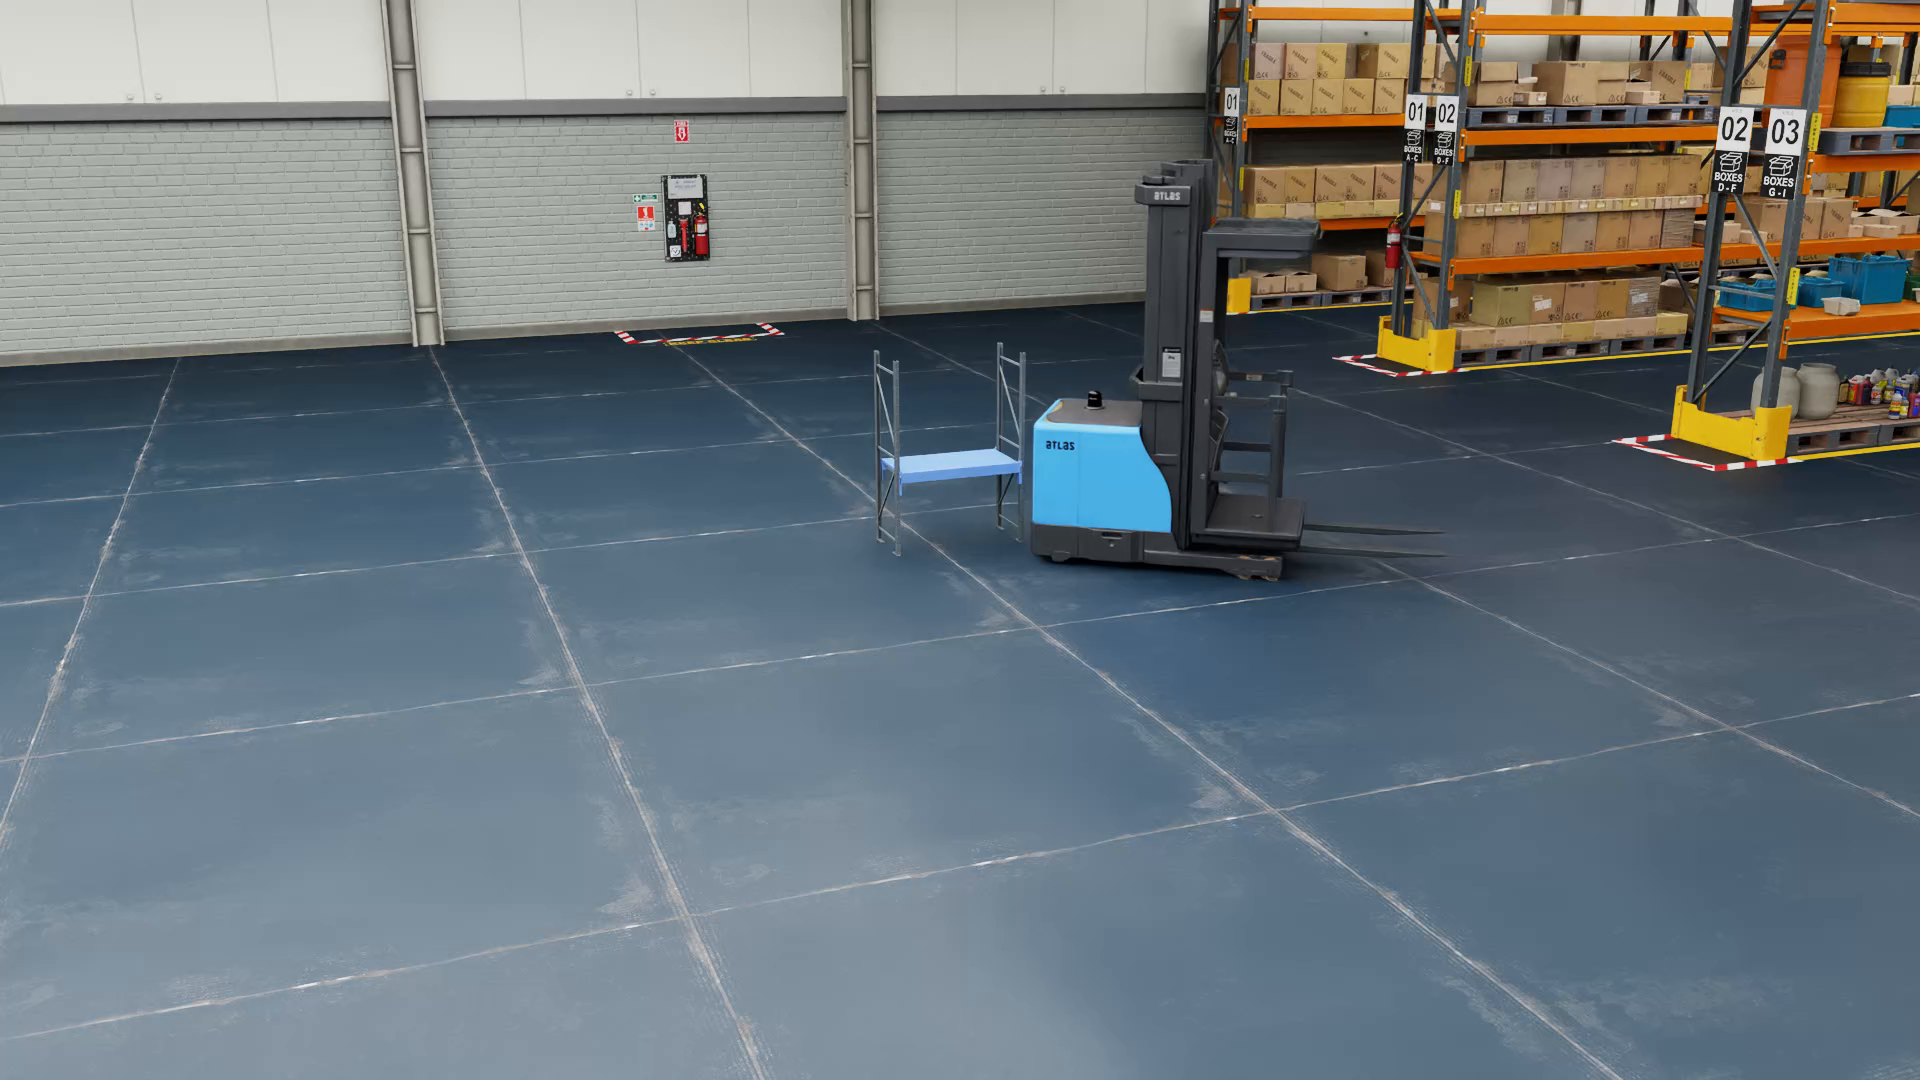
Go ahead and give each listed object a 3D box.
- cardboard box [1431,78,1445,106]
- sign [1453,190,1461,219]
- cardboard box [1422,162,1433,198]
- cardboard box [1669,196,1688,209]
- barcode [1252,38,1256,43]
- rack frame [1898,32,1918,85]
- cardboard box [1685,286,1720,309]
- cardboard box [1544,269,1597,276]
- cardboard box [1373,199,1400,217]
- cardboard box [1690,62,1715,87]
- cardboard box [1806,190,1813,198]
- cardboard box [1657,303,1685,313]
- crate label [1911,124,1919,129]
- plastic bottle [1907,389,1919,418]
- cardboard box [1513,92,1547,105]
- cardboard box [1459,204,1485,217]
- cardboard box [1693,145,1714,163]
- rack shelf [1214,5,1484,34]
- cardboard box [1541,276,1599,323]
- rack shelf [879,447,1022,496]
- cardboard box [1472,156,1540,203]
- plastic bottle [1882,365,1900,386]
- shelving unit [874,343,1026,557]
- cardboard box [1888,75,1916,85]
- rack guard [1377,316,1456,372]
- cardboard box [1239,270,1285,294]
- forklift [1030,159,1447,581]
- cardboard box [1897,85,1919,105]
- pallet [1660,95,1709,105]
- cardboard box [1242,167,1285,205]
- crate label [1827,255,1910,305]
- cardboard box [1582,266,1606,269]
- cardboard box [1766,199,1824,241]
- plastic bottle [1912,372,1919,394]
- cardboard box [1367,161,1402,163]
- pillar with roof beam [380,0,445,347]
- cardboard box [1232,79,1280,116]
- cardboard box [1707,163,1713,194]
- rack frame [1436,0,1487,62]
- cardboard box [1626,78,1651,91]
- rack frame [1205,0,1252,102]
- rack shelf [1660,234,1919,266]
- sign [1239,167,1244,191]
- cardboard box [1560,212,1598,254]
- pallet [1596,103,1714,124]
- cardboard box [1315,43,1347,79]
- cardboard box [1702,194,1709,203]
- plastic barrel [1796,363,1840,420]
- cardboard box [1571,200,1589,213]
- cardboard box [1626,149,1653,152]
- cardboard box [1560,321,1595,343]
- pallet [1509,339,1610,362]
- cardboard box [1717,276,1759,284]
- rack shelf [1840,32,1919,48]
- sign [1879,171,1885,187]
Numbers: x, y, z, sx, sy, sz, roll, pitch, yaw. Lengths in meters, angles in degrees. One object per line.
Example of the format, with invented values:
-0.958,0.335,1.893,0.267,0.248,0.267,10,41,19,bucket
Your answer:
7.212,-6.719,25.118,0.500,0.500,0.500,-6,17,-19,cardboard box
5.831,-3.939,19.511,0.005,0.325,0.100,-6,17,-20,sign
7.266,-5.507,25.427,0.500,0.500,0.500,-6,17,-20,cardboard box
8.964,-4.287,21.043,0.250,0.149,0.380,-7,18,-21,cardboard box
4.346,-7.393,24.610,0.075,0.075,0.001,-6,17,-20,barcode
13.108,-7.317,22.045,0.127,3.000,1.000,-6,17,-20,rack frame
9.848,-3.163,21.685,0.500,0.311,0.500,-6,17,-20,cardboard box
7.894,-3.212,21.517,0.500,0.500,0.500,-6,17,-20,cardboard box
6.331,-5.046,25.188,0.500,0.250,0.500,-6,17,-20,cardboard box
12.240,-7.571,27.275,0.500,0.500,0.700,-7,18,-23,cardboard box
14.142,-5.837,28.063,0.250,0.149,0.380,-6,17,-20,cardboard box
9.657,-3.036,22.247,0.500,0.250,0.500,-6,18,-21,cardboard box
9.273,-3.798,15.649,0.408,0.251,0.502,-6,17,-20,crate label
9.429,-1.355,16.430,0.133,0.283,0.061,-6,17,-19,plastic bottle
6.800,-5.292,19.923,0.250,0.149,0.380,-6,17,-20,cardboard box
6.081,-3.974,19.980,0.250,0.149,0.380,-6,18,-20,cardboard box
12.350,-6.334,27.273,0.500,0.250,0.500,-6,18,-21,cardboard box
5.729,-7.669,24.524,4.000,0.370,1.077,-6,17,-20,rack shelf
7.620,-3.020,20.863,0.500,0.500,0.500,-6,17,-20,cardboard box
-0.080,-0.538,12.908,1.000,0.185,0.538,-6,17,-20,rack shelf
6.617,-4.406,20.299,0.500,0.500,0.700,-7,18,-22,cardboard box
9.667,-1.638,17.273,0.185,0.351,0.144,-6,18,-21,plastic bottle
-0.080,-0.711,12.858,1.048,1.500,0.538,-6,17,-20,shelving unit
15.807,-7.762,28.227,0.500,0.250,0.500,-6,17,-20,cardboard box
5.615,-2.430,20.487,0.348,0.500,1.175,-6,17,-20,rack guard
4.540,-3.902,25.054,0.500,0.311,0.500,-8,18,-26,cardboard box
2.104,-1.274,12.235,3.031,2.935,1.130,4,17,13,forklift
12.705,-5.947,22.223,0.500,0.250,0.500,-8,18,-24,cardboard box
11.914,-7.169,27.200,1.003,0.211,1.213,-5,17,-18,pallet
4.415,-5.202,24.388,0.500,0.500,0.500,-6,17,-20,cardboard box
9.029,-2.602,16.573,0.616,0.435,0.502,-6,17,-20,crate label
10.156,-4.646,27.251,0.500,0.500,0.700,-6,17,-20,cardboard box
11.056,-4.260,22.105,0.500,0.500,0.500,-6,17,-20,cardboard box
9.940,-1.618,17.346,0.097,0.271,0.097,0,16,0,plastic bottle
6.599,-5.592,25.718,0.500,0.500,0.500,-6,17,-20,cardboard box
-5.459,-5.769,16.773,0.400,9.000,9.100,-6,17,-20,pillar with roof beam
4.264,-6.400,24.032,0.500,0.500,0.500,-6,17,-19,cardboard box
12.370,-5.974,27.377,0.500,0.500,0.500,-6,17,-18,cardboard box
7.597,-8.217,25.108,0.127,3.000,1.000,-6,17,-20,rack frame
8.304,-5.665,20.906,0.500,0.311,0.500,-7,18,-23,cardboard box
3.862,-7.814,23.735,0.127,3.000,1.000,-6,17,-20,rack frame
11.241,-3.892,22.305,4.000,0.370,1.077,-6,17,-20,rack shelf
4.056,-5.208,23.972,0.005,0.325,0.100,-6,17,-20,sign
7.523,-3.881,20.812,0.500,0.500,0.700,-6,17,-18,cardboard box
8.586,-5.339,20.791,1.213,0.211,1.003,-6,17,-20,pallet
5.270,-6.979,24.228,0.500,0.500,0.500,-6,17,-19,cardboard box
12.239,-5.631,27.359,0.250,0.149,0.380,-6,17,-18,cardboard box
8.462,-1.473,16.462,0.421,0.512,0.421,0,16,0,plastic barrel
7.517,-4.129,20.507,0.250,0.149,0.380,-6,17,-20,cardboard box
11.021,-6.269,27.014,0.250,0.149,0.380,-9,18,-27,cardboard box
7.620,-2.661,20.970,0.500,0.250,0.500,-6,17,-20,cardboard box
7.474,-2.504,21.252,1.213,0.211,1.003,-6,17,-20,pallet
10.599,-3.407,22.515,0.500,0.311,0.500,-6,17,-20,cardboard box
16.935,-8.688,28.699,4.000,0.370,1.077,-6,17,-20,rack shelf
12.905,-5.098,23.221,0.005,0.325,0.100,-6,17,-20,sign
